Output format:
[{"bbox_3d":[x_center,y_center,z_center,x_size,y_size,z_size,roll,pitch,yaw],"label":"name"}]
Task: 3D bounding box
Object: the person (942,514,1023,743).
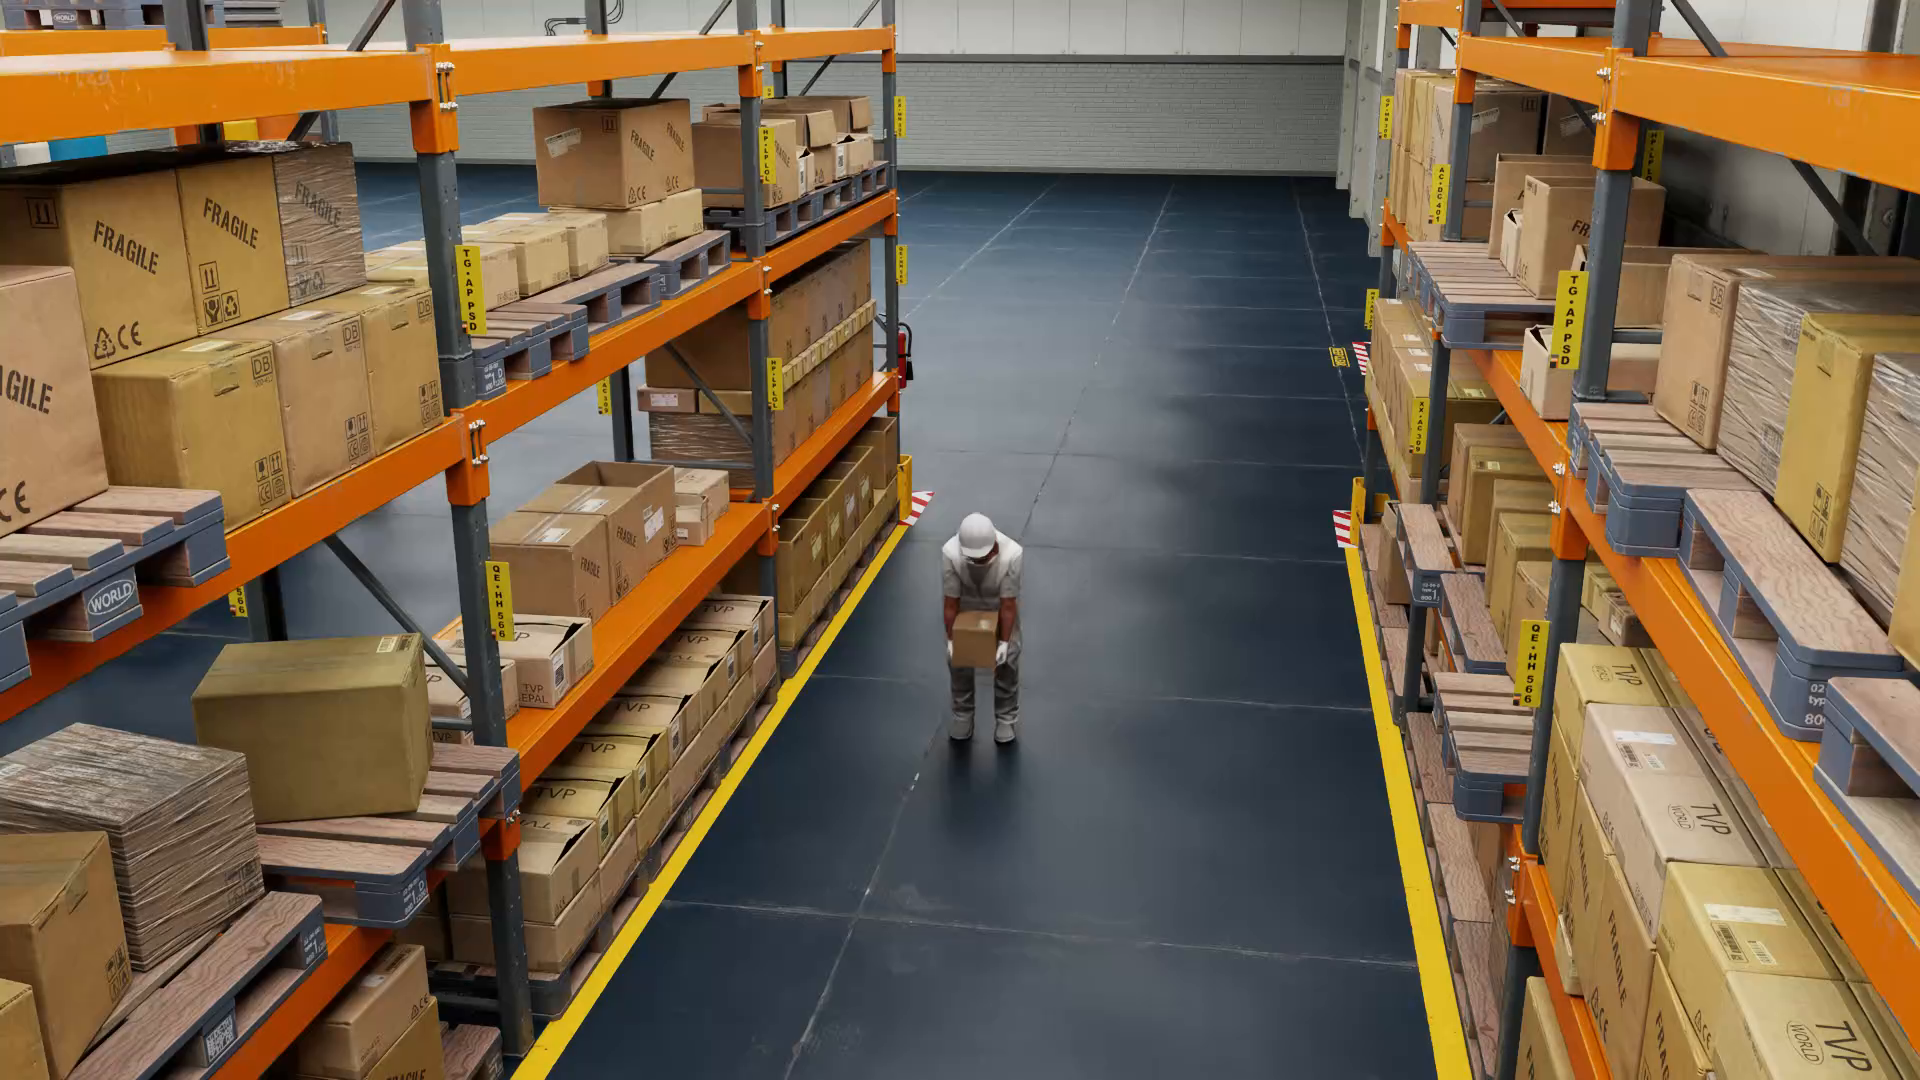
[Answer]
[{"bbox_3d":[0.129,0.504,9.831,0.479,1.544,0.822,2,18,8],"label":"person"}]
